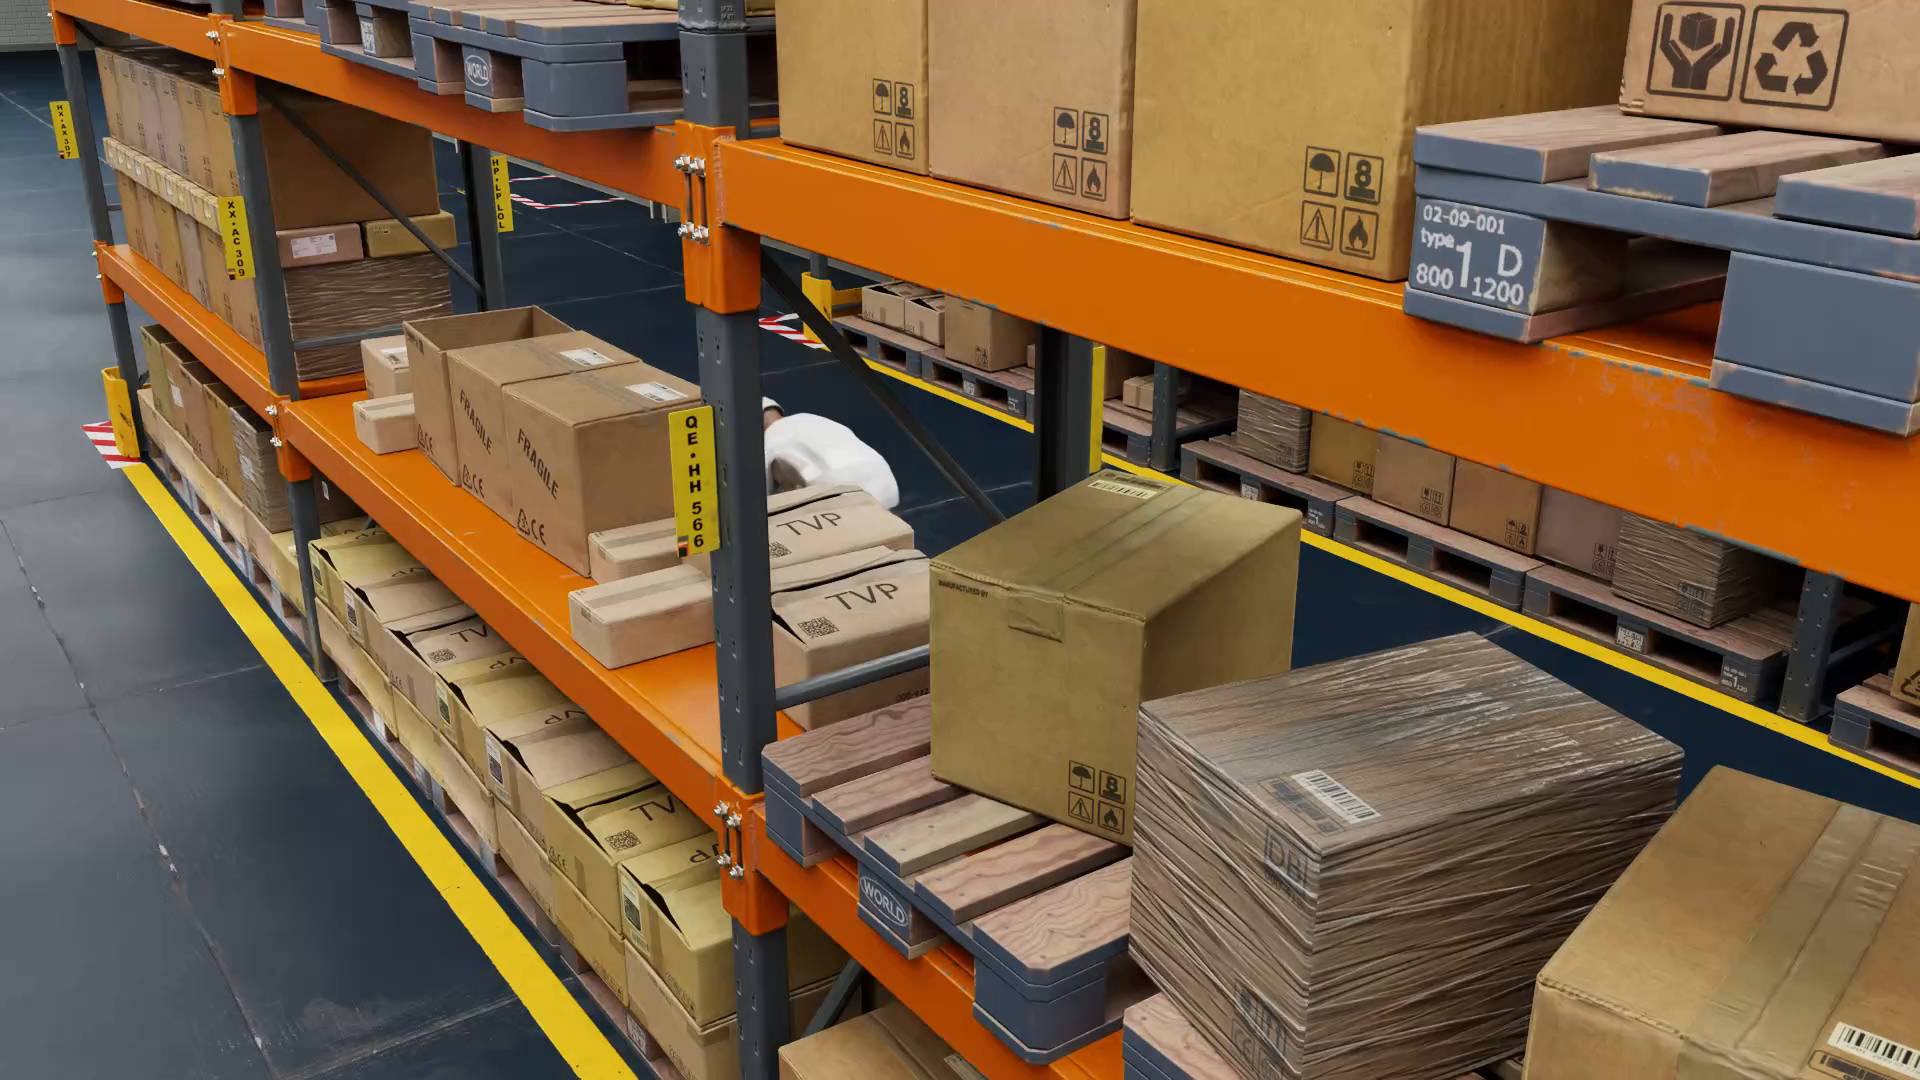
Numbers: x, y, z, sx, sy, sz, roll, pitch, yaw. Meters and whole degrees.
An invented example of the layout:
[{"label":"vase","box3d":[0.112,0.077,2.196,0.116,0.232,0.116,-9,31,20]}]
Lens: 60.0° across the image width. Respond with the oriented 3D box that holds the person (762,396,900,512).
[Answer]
[{"label":"person","box3d":[-0.686,-0.050,7.621,0.509,1.083,0.966,-16,26,-35]}]
